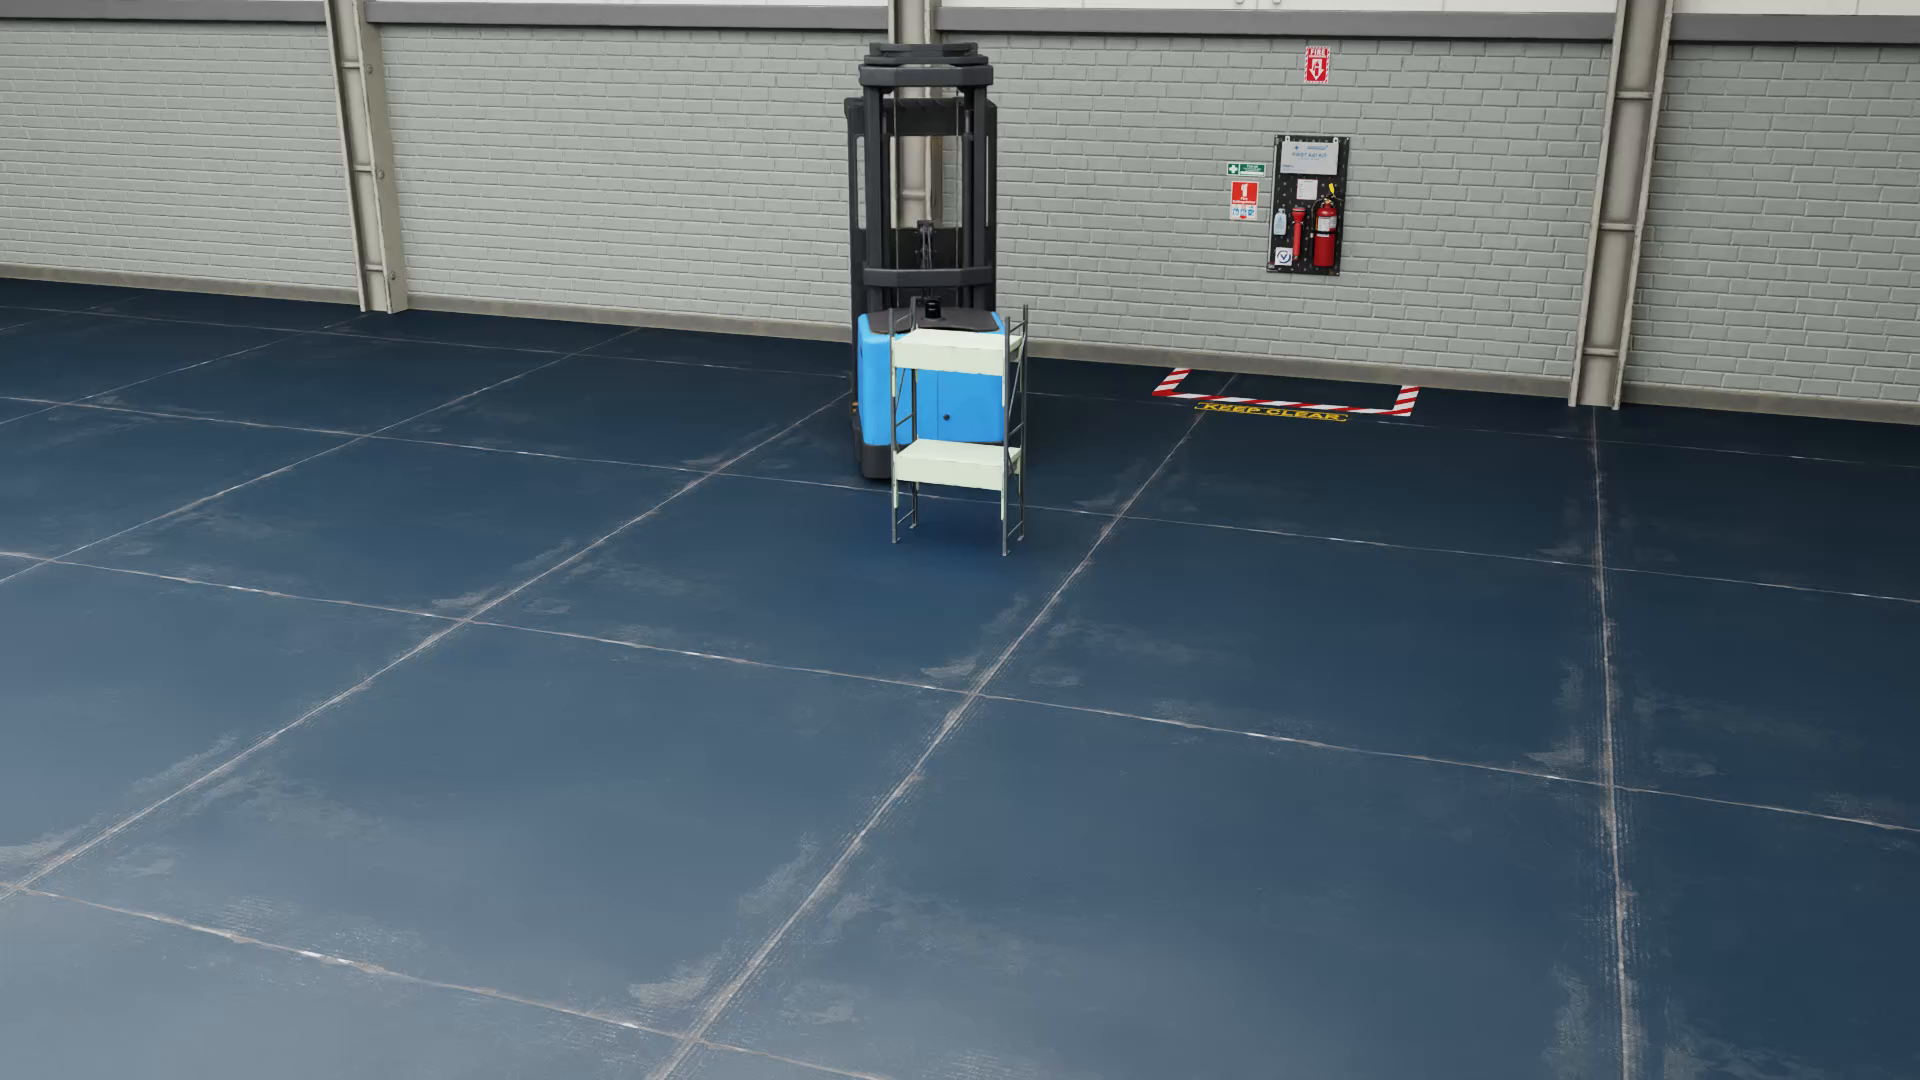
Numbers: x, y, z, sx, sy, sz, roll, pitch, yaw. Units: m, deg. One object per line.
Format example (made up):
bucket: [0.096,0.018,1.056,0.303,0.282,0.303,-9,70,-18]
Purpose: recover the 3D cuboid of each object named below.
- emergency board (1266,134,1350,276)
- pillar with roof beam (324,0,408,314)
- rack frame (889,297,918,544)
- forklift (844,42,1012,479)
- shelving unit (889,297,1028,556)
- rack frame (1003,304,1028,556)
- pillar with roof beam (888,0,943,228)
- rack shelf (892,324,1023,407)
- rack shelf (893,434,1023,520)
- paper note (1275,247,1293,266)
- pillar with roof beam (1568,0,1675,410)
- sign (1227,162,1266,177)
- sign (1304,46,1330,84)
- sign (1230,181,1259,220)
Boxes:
emergency board: [2.948,-2.831,14.140,0.643,1.169,0.194,7,20,18]
pillar with roof beam: [-7.478,-5.343,12.231,0.400,9.000,9.100,7,20,18]
rack frame: [-0.352,-0.748,10.445,0.023,1.500,0.400,7,20,18]
forklift: [-0.298,-2.253,12.586,1.130,2.935,3.031,-2,19,-5]
shelving unit: [-0.006,-0.709,10.331,0.755,1.500,0.431,7,20,18]
rack frame: [0.339,-0.669,10.218,0.023,1.500,0.400,7,20,18]
pillar with roof beam: [-1.810,-4.694,10.372,0.400,9.000,9.100,7,20,18]
rack shelf: [-0.006,-1.077,10.203,0.720,0.370,0.431,7,20,18]
rack shelf: [-0.006,-0.401,10.439,0.720,0.370,0.431,7,20,18]
paper note: [2.804,-2.455,14.401,0.142,0.148,0.016,7,20,18]
pillar with roof beam: [3.857,-4.046,8.513,0.400,9.000,9.100,7,20,18]
sign: [2.461,-3.186,14.301,0.331,0.109,0.001,7,20,18]
sign: [2.973,-3.957,13.850,0.199,0.298,0.001,7,20,18]
sign: [2.460,-2.939,14.398,0.234,0.329,0.001,7,20,18]
